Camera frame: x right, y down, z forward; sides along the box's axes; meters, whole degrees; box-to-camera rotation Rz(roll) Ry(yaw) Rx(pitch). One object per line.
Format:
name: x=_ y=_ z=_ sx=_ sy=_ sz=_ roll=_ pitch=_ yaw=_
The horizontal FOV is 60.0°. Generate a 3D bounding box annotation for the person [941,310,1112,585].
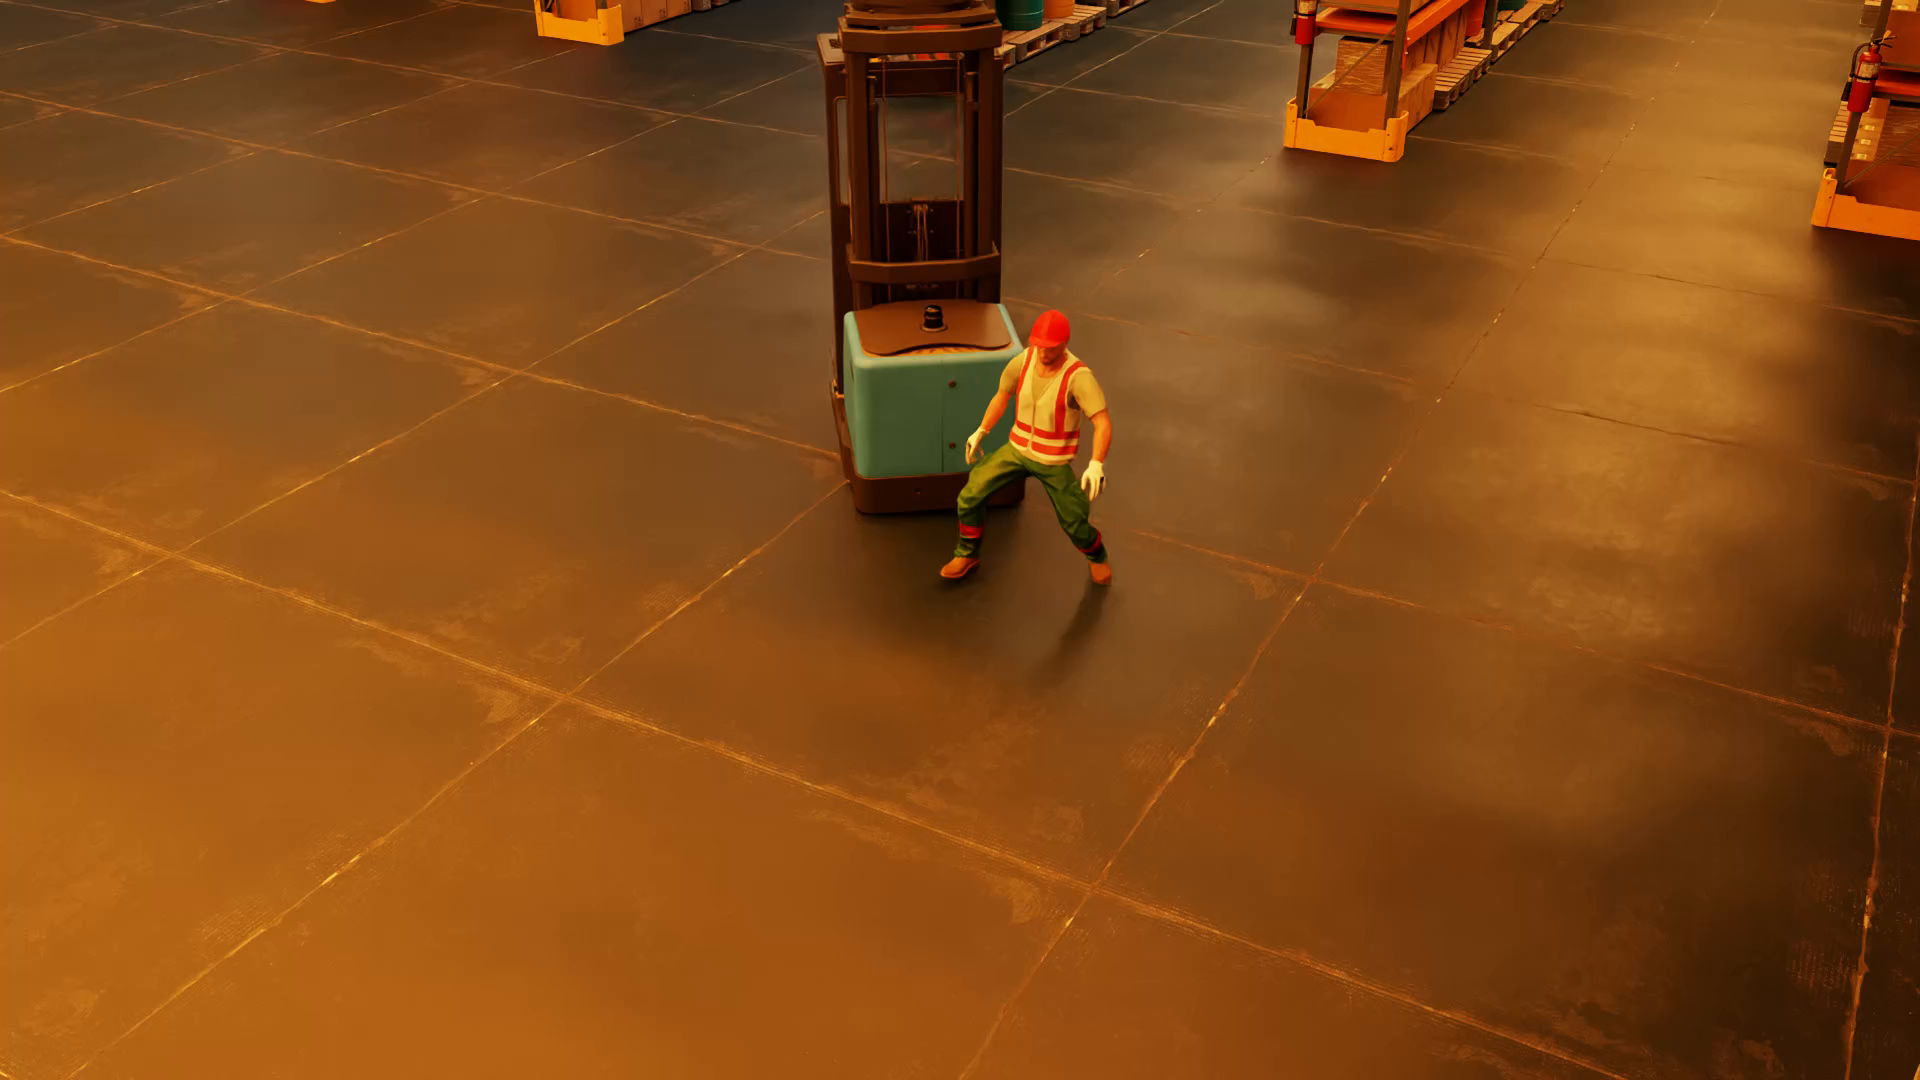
person: x=0.464 y=-0.480 z=9.207 sx=0.961 sy=1.640 sz=0.760 roll=19 pitch=35 yaw=29

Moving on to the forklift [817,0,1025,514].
forklift: x=-0.315 y=-2.146 z=10.789 sx=1.130 sy=2.935 sz=3.031 roll=-4 pitch=30 yaw=-7
